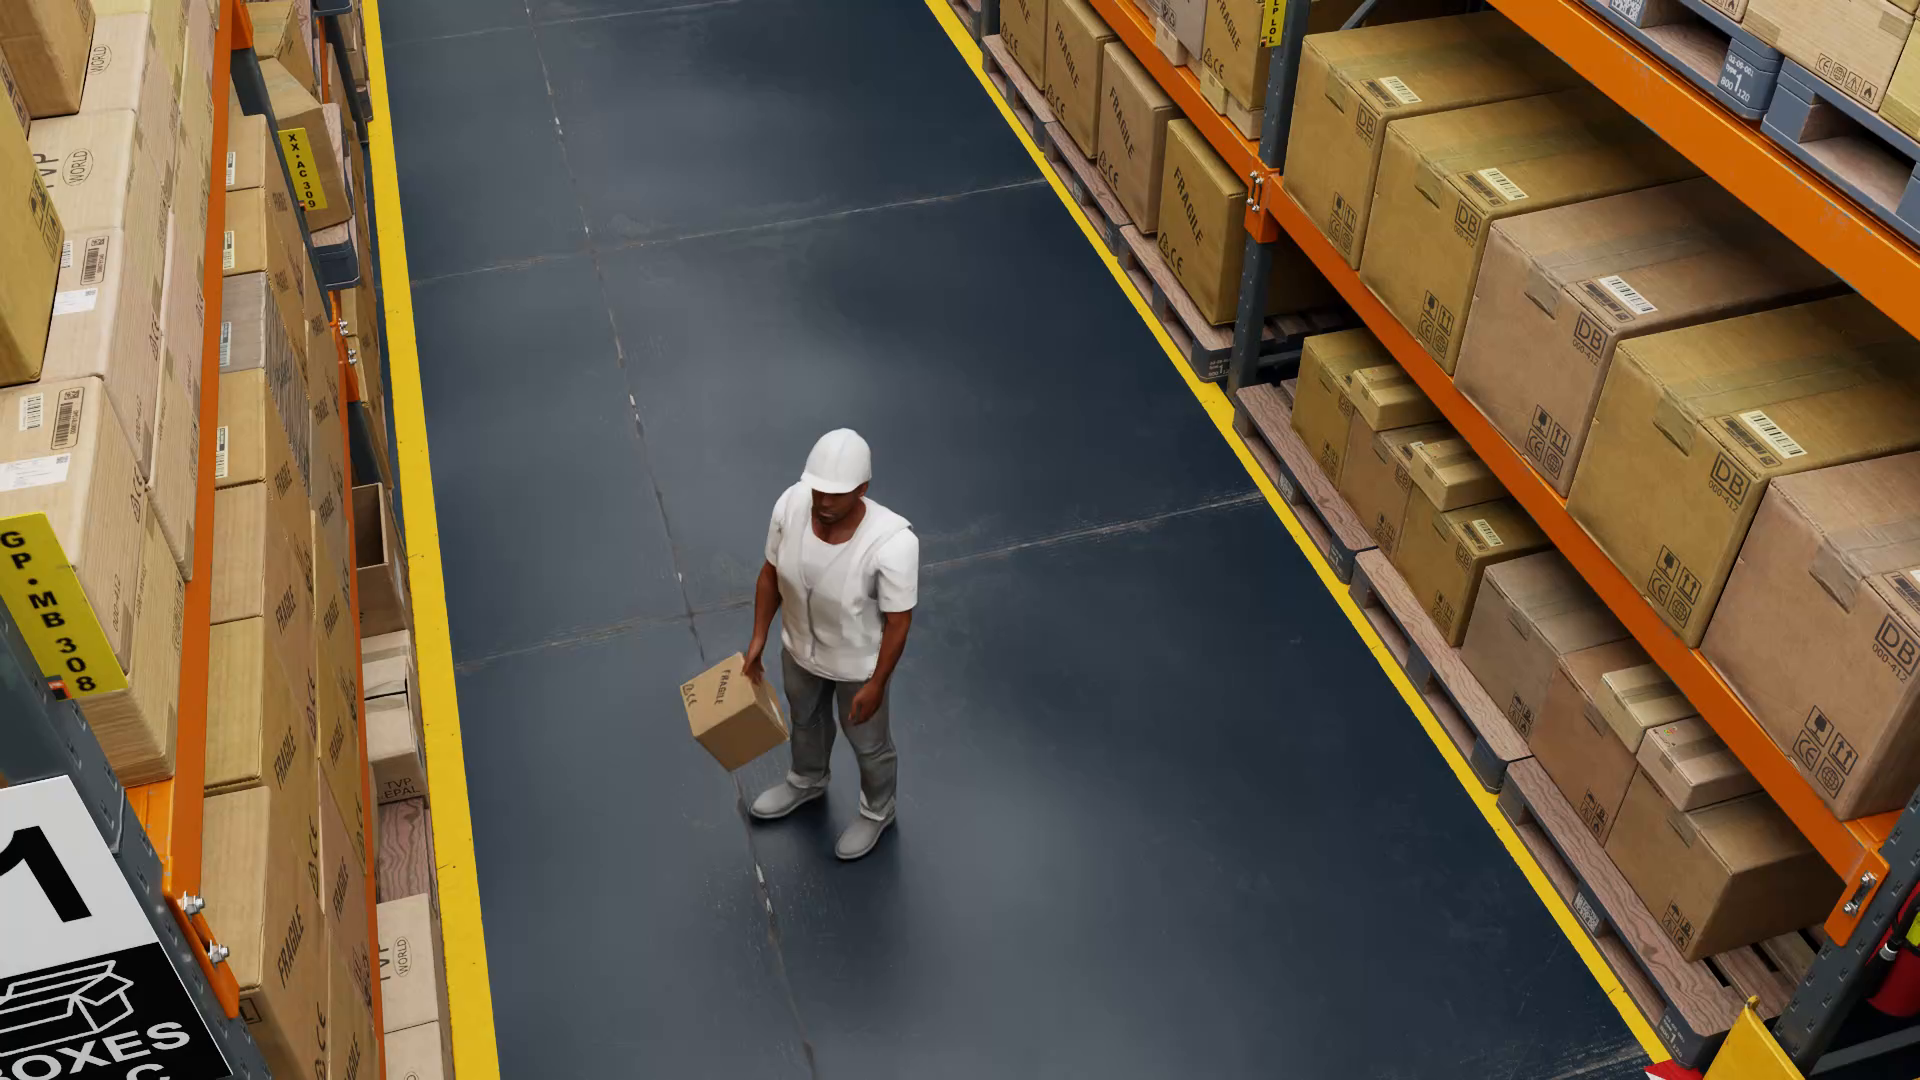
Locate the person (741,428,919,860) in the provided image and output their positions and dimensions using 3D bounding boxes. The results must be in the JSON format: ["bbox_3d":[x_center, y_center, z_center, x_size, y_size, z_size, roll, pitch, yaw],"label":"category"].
[{"bbox_3d":[-0.448,0.384,5.690,0.610,1.774,0.459,23,47,24],"label":"person"}]
